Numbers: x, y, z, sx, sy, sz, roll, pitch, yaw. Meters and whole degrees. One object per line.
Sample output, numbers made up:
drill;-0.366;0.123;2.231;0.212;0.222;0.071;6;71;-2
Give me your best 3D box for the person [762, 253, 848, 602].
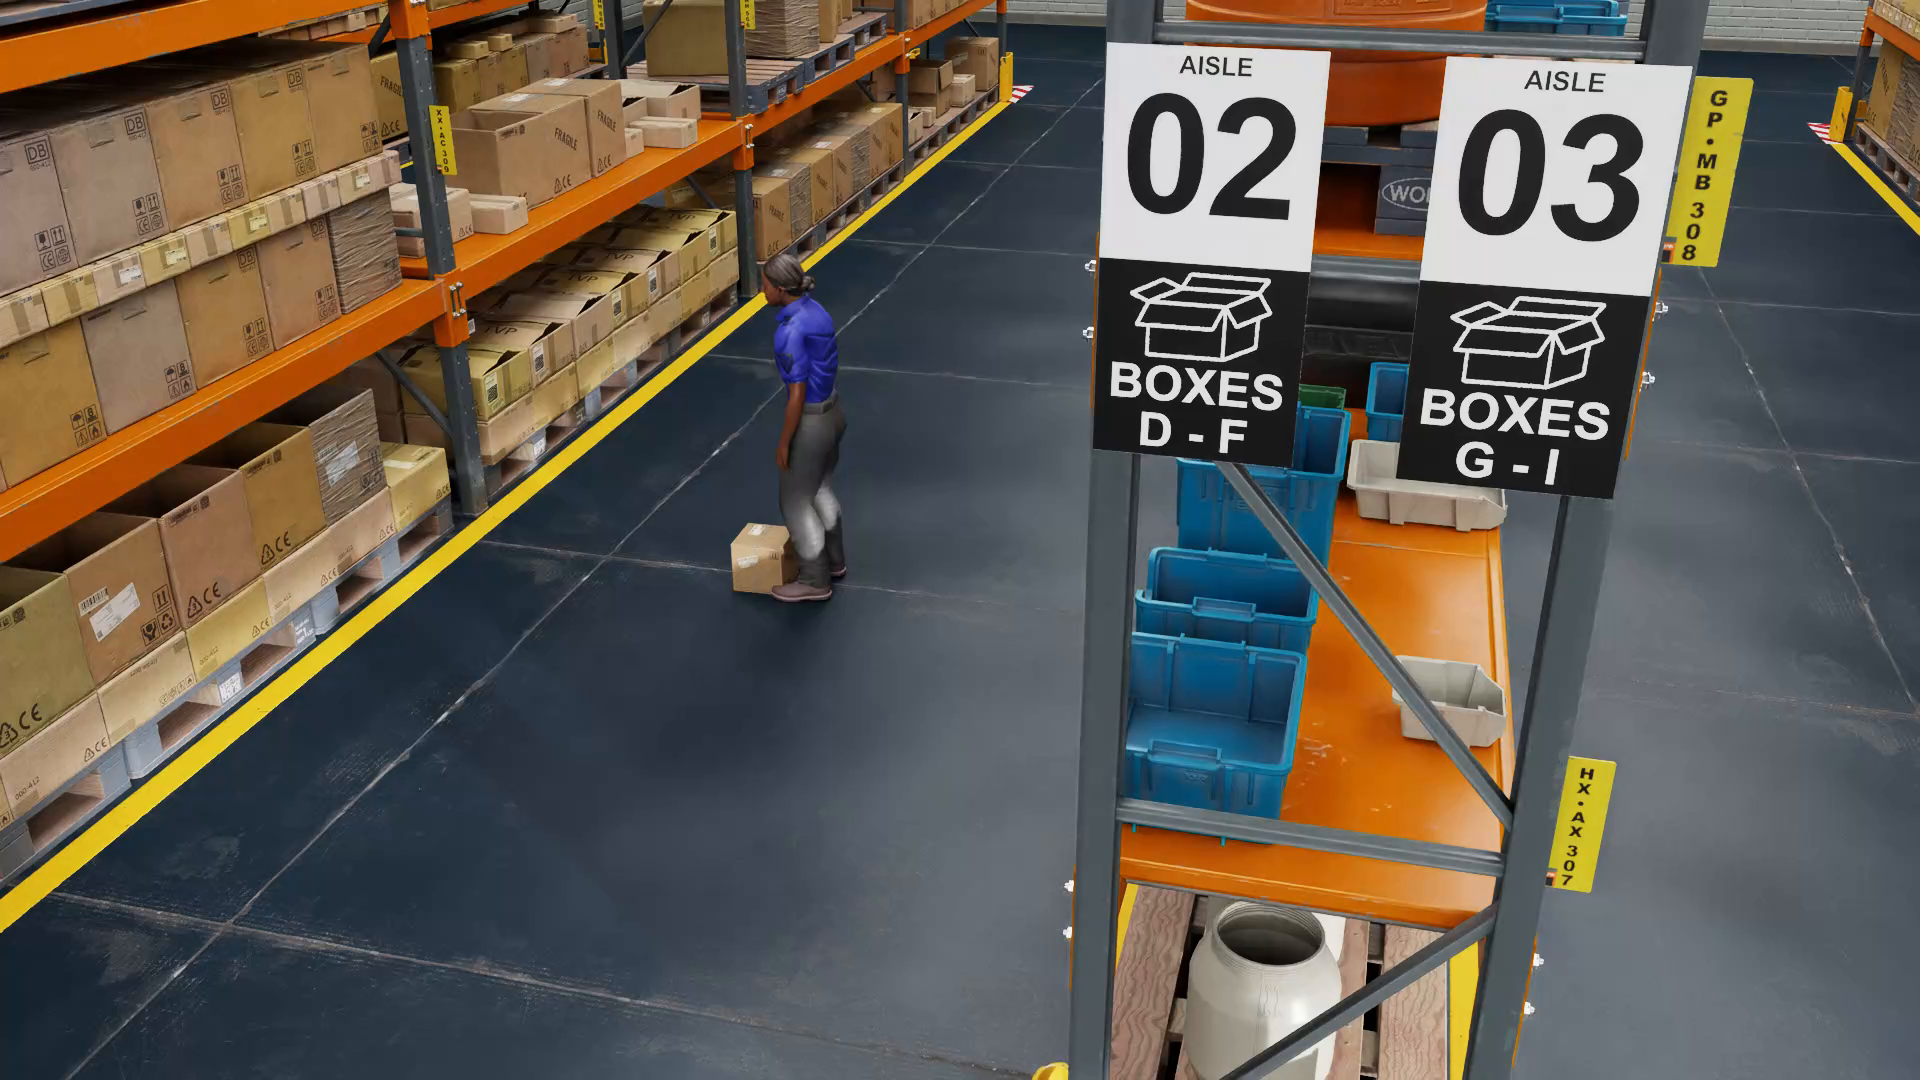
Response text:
person;-0.716;-0.522;7.710;0.348;1.655;0.508;6;26;13
